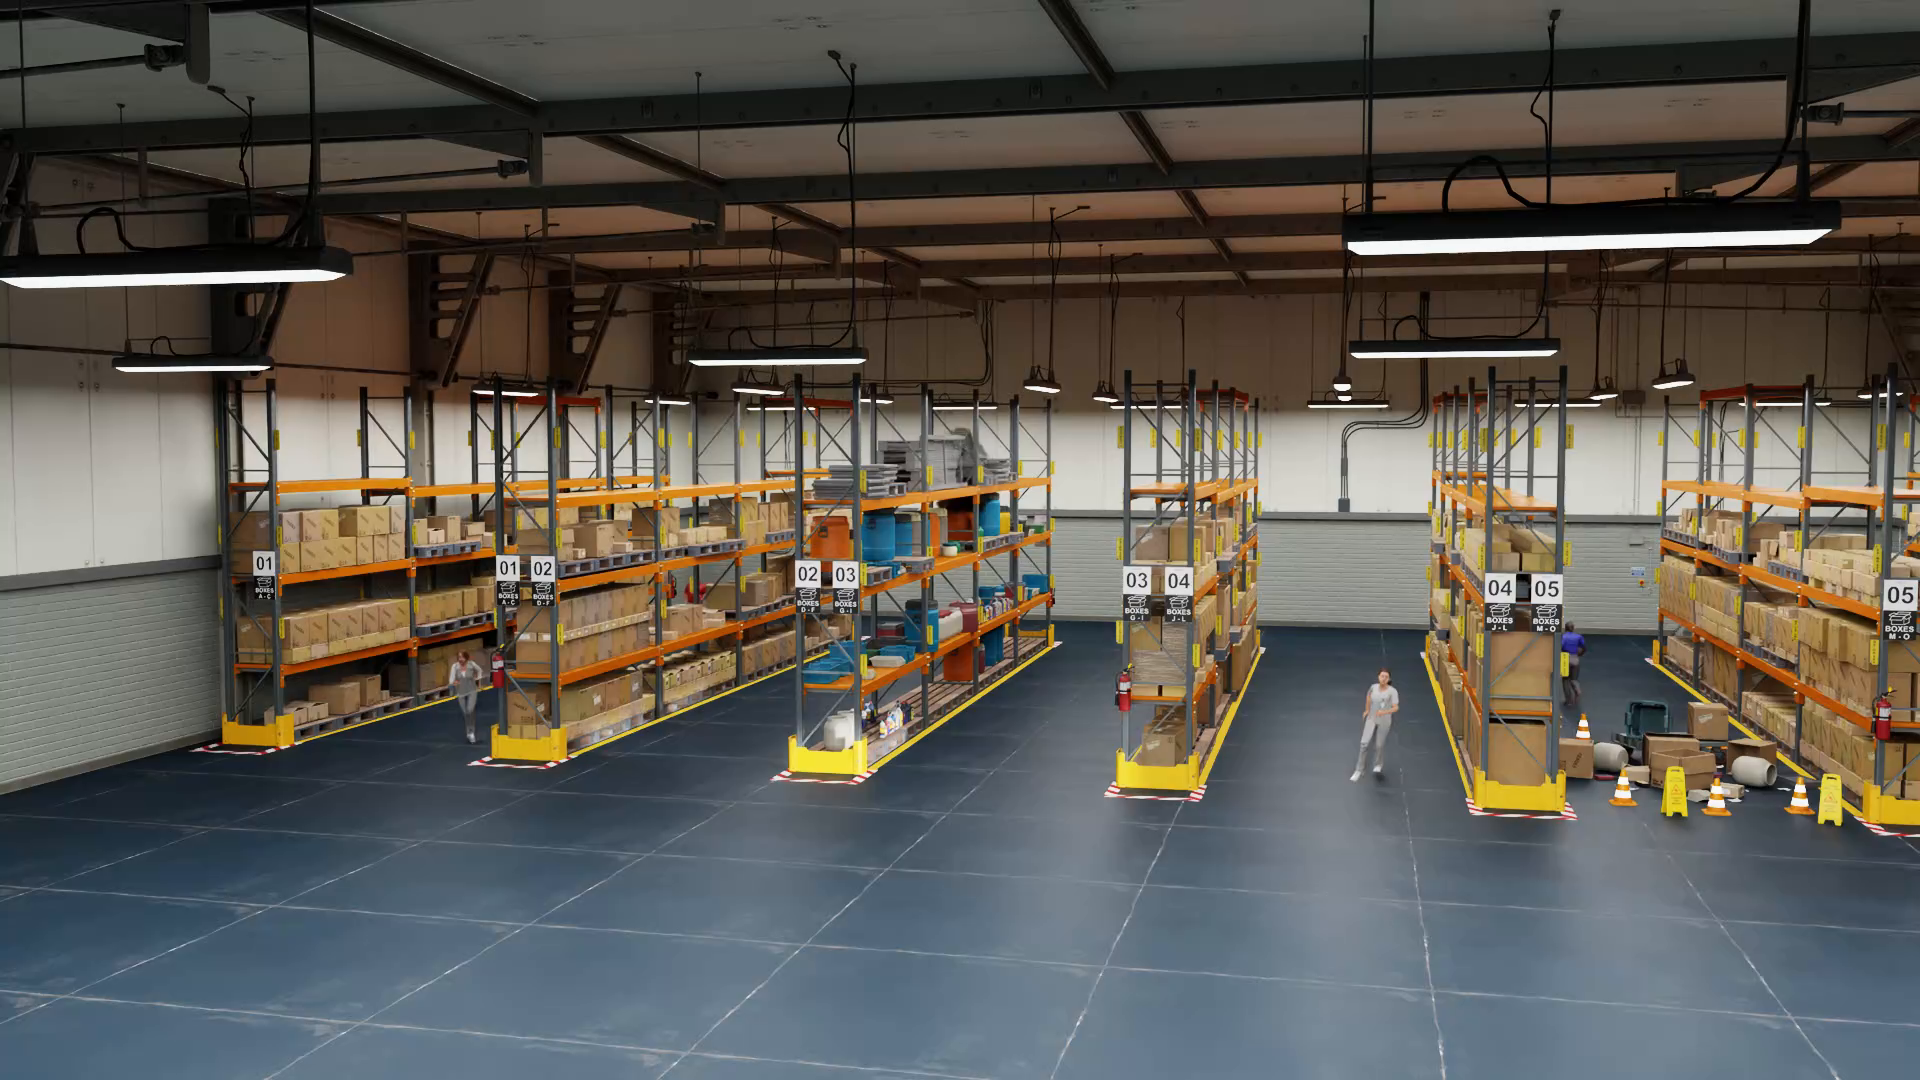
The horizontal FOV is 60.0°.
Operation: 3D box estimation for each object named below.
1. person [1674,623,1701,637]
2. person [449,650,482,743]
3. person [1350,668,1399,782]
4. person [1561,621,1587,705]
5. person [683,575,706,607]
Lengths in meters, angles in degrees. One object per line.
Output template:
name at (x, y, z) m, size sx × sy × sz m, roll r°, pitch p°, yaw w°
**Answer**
person at (17.220, 1.756, 39.203) m, size 0.947 × 1.844 × 0.673 m, roll 0°, pitch 3°, yaw -4°
person at (-8.174, 2.563, 27.541) m, size 0.464 × 1.543 × 0.892 m, roll 0°, pitch 3°, yaw -1°
person at (6.159, 2.689, 24.464) m, size 0.624 × 1.652 × 0.851 m, roll 2°, pitch 4°, yaw 27°
person at (11.532, 2.335, 31.347) m, size 0.572 × 1.599 × 0.644 m, roll 0°, pitch 3°, yaw 5°
person at (-6.517, 1.692, 41.051) m, size 0.679 × 1.731 × 0.827 m, roll 0°, pitch 3°, yaw 6°
